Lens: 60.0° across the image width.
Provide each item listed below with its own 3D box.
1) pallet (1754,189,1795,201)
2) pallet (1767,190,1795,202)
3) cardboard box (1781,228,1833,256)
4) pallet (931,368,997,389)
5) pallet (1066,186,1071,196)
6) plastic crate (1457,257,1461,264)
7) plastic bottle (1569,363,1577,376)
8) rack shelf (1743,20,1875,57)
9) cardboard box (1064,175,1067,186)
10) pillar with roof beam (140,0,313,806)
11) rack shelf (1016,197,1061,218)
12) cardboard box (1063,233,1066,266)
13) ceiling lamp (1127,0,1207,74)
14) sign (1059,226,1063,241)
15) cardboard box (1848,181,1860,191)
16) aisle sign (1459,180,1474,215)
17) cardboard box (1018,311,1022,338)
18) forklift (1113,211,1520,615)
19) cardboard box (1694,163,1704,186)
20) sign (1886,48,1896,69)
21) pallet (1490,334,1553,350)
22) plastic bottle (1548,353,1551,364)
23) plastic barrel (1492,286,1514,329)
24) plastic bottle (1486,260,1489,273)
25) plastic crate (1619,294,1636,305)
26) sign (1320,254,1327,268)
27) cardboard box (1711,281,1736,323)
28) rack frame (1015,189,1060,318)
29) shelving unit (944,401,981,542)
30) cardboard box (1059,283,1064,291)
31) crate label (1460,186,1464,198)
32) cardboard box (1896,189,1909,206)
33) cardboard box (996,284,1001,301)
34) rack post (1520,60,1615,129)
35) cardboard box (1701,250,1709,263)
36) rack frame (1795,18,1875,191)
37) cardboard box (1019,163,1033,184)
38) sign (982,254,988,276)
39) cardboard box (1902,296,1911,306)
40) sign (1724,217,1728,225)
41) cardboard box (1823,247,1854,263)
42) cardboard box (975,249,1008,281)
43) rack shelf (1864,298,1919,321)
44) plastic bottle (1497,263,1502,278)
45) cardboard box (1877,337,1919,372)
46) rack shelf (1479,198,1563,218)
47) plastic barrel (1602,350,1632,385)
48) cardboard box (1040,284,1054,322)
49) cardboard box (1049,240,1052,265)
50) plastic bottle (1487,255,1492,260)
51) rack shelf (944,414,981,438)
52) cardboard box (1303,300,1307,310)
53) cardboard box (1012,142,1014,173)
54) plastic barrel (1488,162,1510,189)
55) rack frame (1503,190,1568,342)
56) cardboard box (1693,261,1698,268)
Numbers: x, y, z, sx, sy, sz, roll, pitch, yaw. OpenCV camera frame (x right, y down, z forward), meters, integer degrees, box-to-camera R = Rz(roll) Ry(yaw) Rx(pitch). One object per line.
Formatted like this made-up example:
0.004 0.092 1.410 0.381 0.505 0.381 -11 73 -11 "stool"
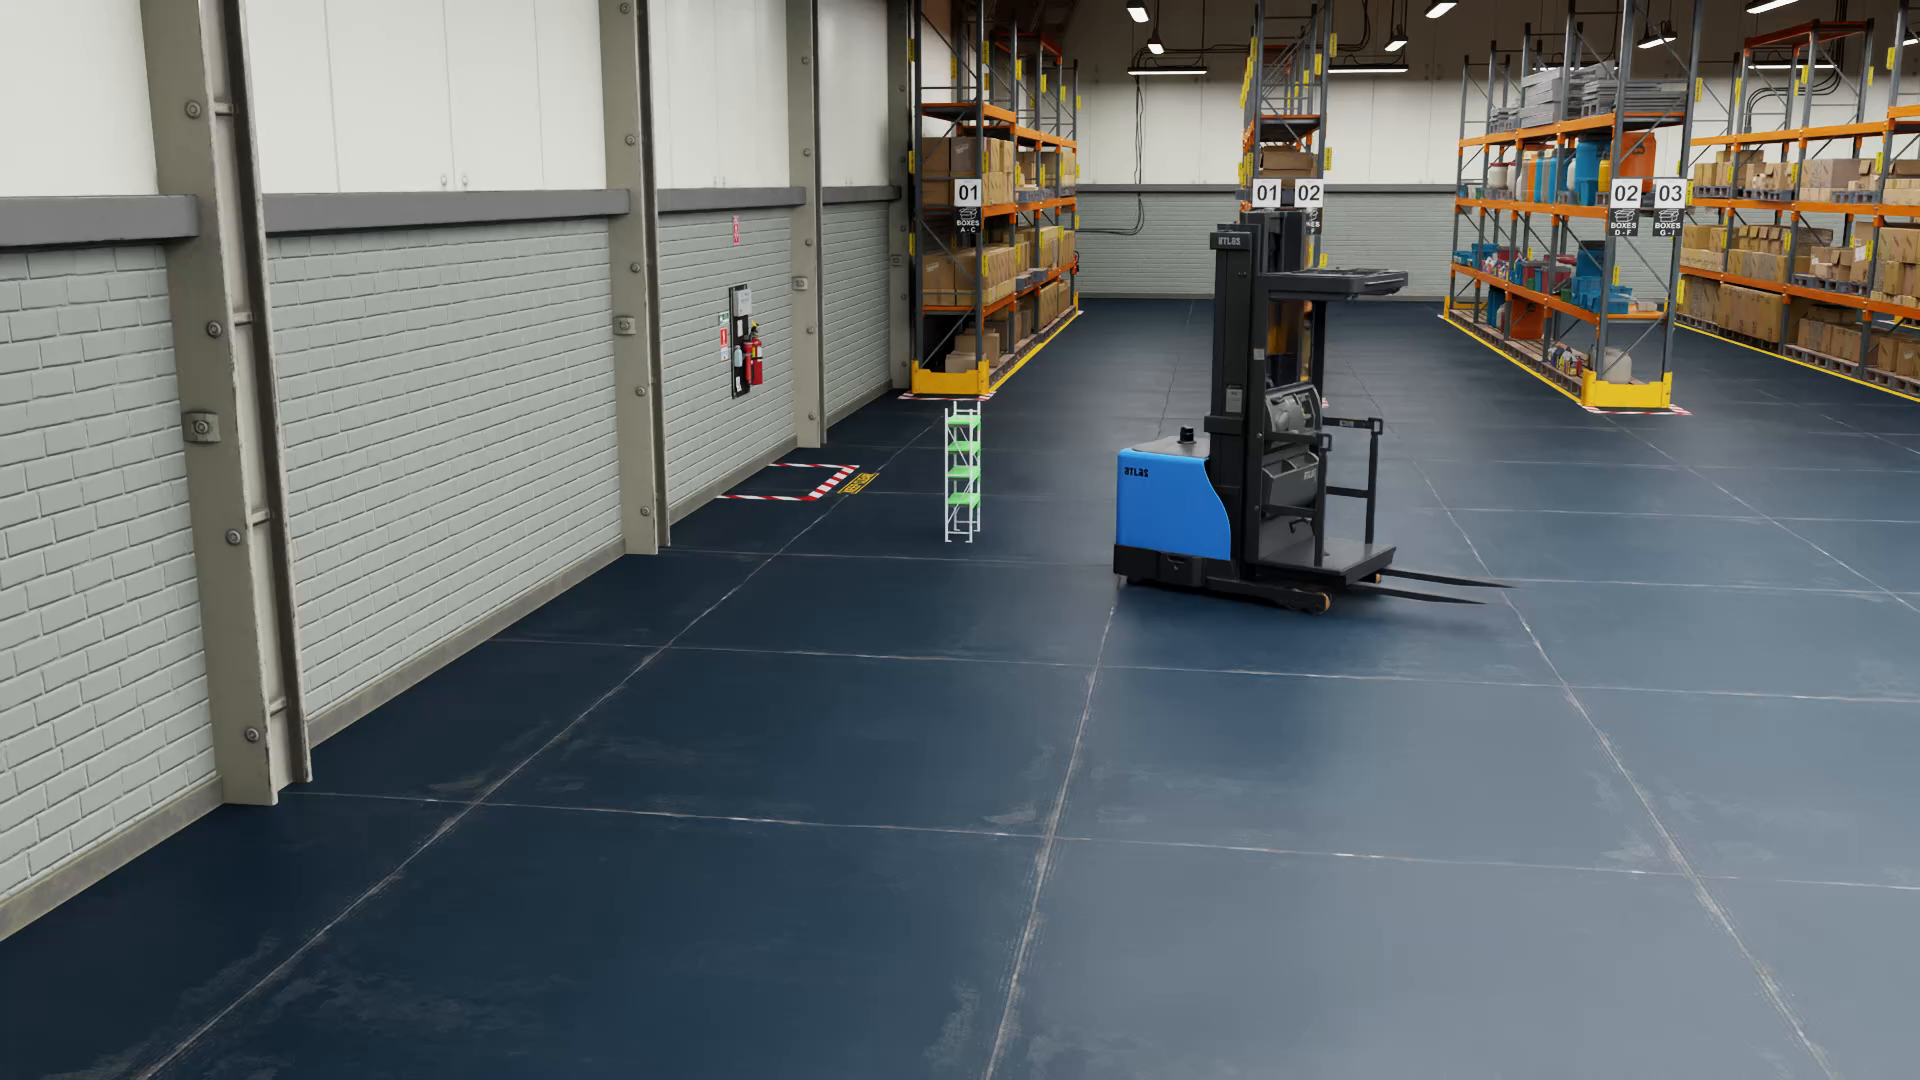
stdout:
15.964 -6.637 31.997 1.003 0.211 1.213 2 12 11 "pallet"
15.795 -6.404 30.916 1.213 0.211 1.003 2 12 11 "pallet"
15.877 -5.585 31.170 0.797 0.503 0.637 2 12 11 "cardboard box"
0.006 -2.531 26.236 1.003 0.211 1.213 2 12 9 "pallet"
2.006 -8.054 38.337 1.003 0.211 1.213 2 12 9 "pallet"
11.486 -6.374 37.934 0.250 0.136 0.298 2 12 9 "plastic crate"
9.473 -2.633 25.688 0.097 0.201 0.097 0 12 0 "plastic bottle"
16.056 -9.516 31.608 1.077 0.370 4.000 2 12 9 "rack shelf"
2.139 -8.096 37.443 0.500 0.250 0.500 2 12 7 "cardboard box"
0.573 -2.930 7.229 9.100 9.000 0.400 2 12 9 "pillar with roof beam"
1.373 -6.906 34.508 1.077 0.370 4.000 2 12 9 "rack shelf"
1.897 -6.619 37.874 0.980 0.700 0.700 2 12 7 "cardboard box"
5.204 -13.304 41.510 2.000 3.185 0.800 2 12 9 "ceiling lamp"
2.218 -6.720 36.494 0.100 0.325 0.005 2 12 9 "sign"
15.323 -6.012 28.209 0.380 0.166 0.250 2 12 7 "cardboard box"
11.802 -8.015 38.895 0.394 0.787 0.004 2 12 9 "aisle sign"
0.812 -4.114 31.850 0.700 0.500 0.500 2 12 9 "cardboard box"
2.737 -1.003 12.690 3.031 2.935 1.130 9 15 34 "forklift"
16.746 -8.105 36.893 0.700 0.500 0.500 1 12 7 "cardboard box"
14.584 -7.545 26.049 0.100 0.325 0.005 2 12 9 "sign"
10.934 -3.857 32.388 1.003 0.211 1.213 2 12 9 "pallet"
9.741 -2.996 27.372 0.097 0.201 0.097 0 12 0 "plastic bottle"
11.260 -4.807 34.161 0.600 0.901 0.708 2 12 9 "plastic barrel"
10.921 -5.641 34.353 0.097 0.271 0.097 0 12 0 "plastic bottle"
10.240 -3.747 25.884 0.530 0.136 0.437 2 12 9 "plastic crate"
5.278 -3.993 24.159 0.100 0.325 0.005 2 12 9 "sign"
16.544 -5.028 35.251 0.875 0.875 0.875 2 12 9 "cardboard box"
1.680 -6.208 36.680 1.000 3.000 0.127 2 12 9 "rack frame"
0.025 -0.621 15.027 0.258 1.200 0.503 2 12 9 "shelving unit"
2.210 -5.835 38.345 0.380 0.149 0.250 2 12 7 "cardboard box"
11.623 -7.932 37.911 0.408 0.251 0.502 2 12 9 "crate label"
14.734 -5.259 25.510 0.500 0.250 0.500 2 12 8 "cardboard box"
0.373 -3.952 26.521 0.500 0.250 0.500 2 12 8 "cardboard box"
10.457 -7.665 28.725 1.013 1.000 3.121 2 12 9 "rack post"
16.328 -6.113 35.890 0.500 0.250 0.500 2 12 10 "cardboard box"
15.748 -7.827 29.950 1.000 3.000 0.127 2 12 9 "rack frame"
1.082 -7.207 32.912 0.700 0.500 0.500 1 12 4 "cardboard box"
0.371 -4.116 24.916 0.100 0.325 0.005 2 12 9 "sign"
14.635 -3.642 25.371 0.380 0.149 0.250 2 12 9 "cardboard box"
17.513 -7.221 38.068 0.100 0.325 0.005 2 12 9 "sign"
15.718 -4.915 29.446 0.700 0.500 0.500 4 13 17 "cardboard box"
0.524 -4.529 27.416 0.500 0.500 0.500 2 12 7 "cardboard box"
14.826 -3.293 24.862 1.077 0.370 4.000 2 12 9 "rack shelf"
10.671 -5.333 32.898 0.061 0.283 0.133 2 12 9 "plastic bottle"
15.032 -2.963 26.557 0.500 0.500 0.500 1 12 7 "cardboard box"
11.162 -6.585 33.019 1.077 0.370 4.000 2 12 9 "rack shelf"
9.650 -2.518 24.465 0.421 0.512 0.421 0 12 0 "plastic barrel"
1.575 -5.038 35.356 0.750 0.750 0.750 2 12 10 "cardboard box"
1.632 -5.993 34.691 0.500 0.500 0.500 2 12 10 "cardboard box"
11.089 -5.792 34.865 0.144 0.351 0.185 2 12 9 "plastic bottle"
0.025 -1.028 14.939 0.258 0.148 0.480 2 12 9 "rack shelf"
4.814 -3.696 24.786 0.700 0.500 0.500 2 12 9 "cardboard box"
0.641 -6.443 27.994 0.500 0.500 0.500 1 12 4 "cardboard box"
11.141 -7.524 34.345 0.433 0.535 0.433 0 12 0 "plastic barrel"
10.854 -5.054 31.327 1.000 3.000 0.127 2 12 9 "rack frame"
16.363 -6.053 36.557 0.380 0.149 0.250 2 12 7 "cardboard box"
